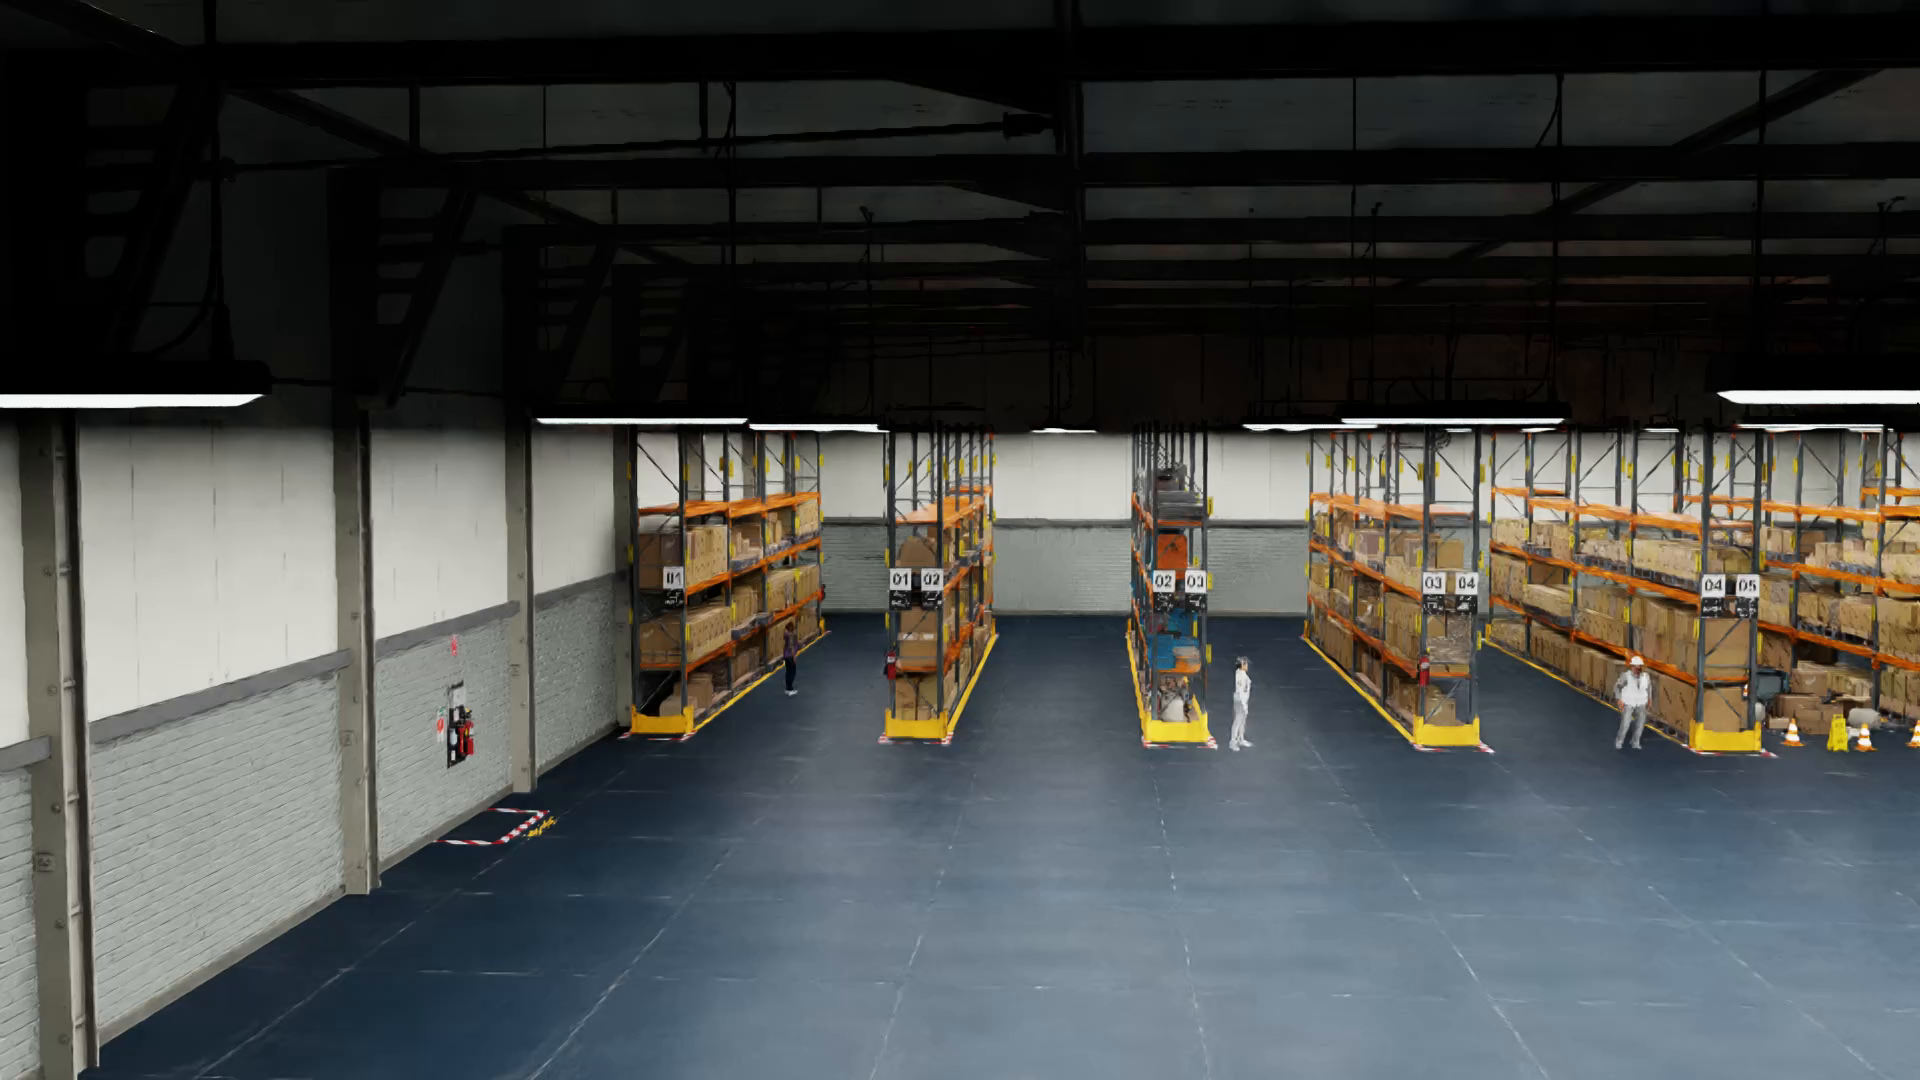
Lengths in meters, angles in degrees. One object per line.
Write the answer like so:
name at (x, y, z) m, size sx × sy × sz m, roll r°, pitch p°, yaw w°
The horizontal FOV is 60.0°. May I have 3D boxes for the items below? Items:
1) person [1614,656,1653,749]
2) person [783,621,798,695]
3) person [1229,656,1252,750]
person at (12.232, 2.955, 30.203) m, size 0.677 × 1.726 × 0.574 m, roll 0°, pitch 4°, yaw 2°
person at (-3.753, 2.610, 36.812) m, size 0.336 × 1.642 × 0.457 m, roll -2°, pitch 4°, yaw -23°
person at (5.121, 2.949, 30.328) m, size 0.373 × 1.679 × 0.624 m, roll 1°, pitch 4°, yaw 16°
